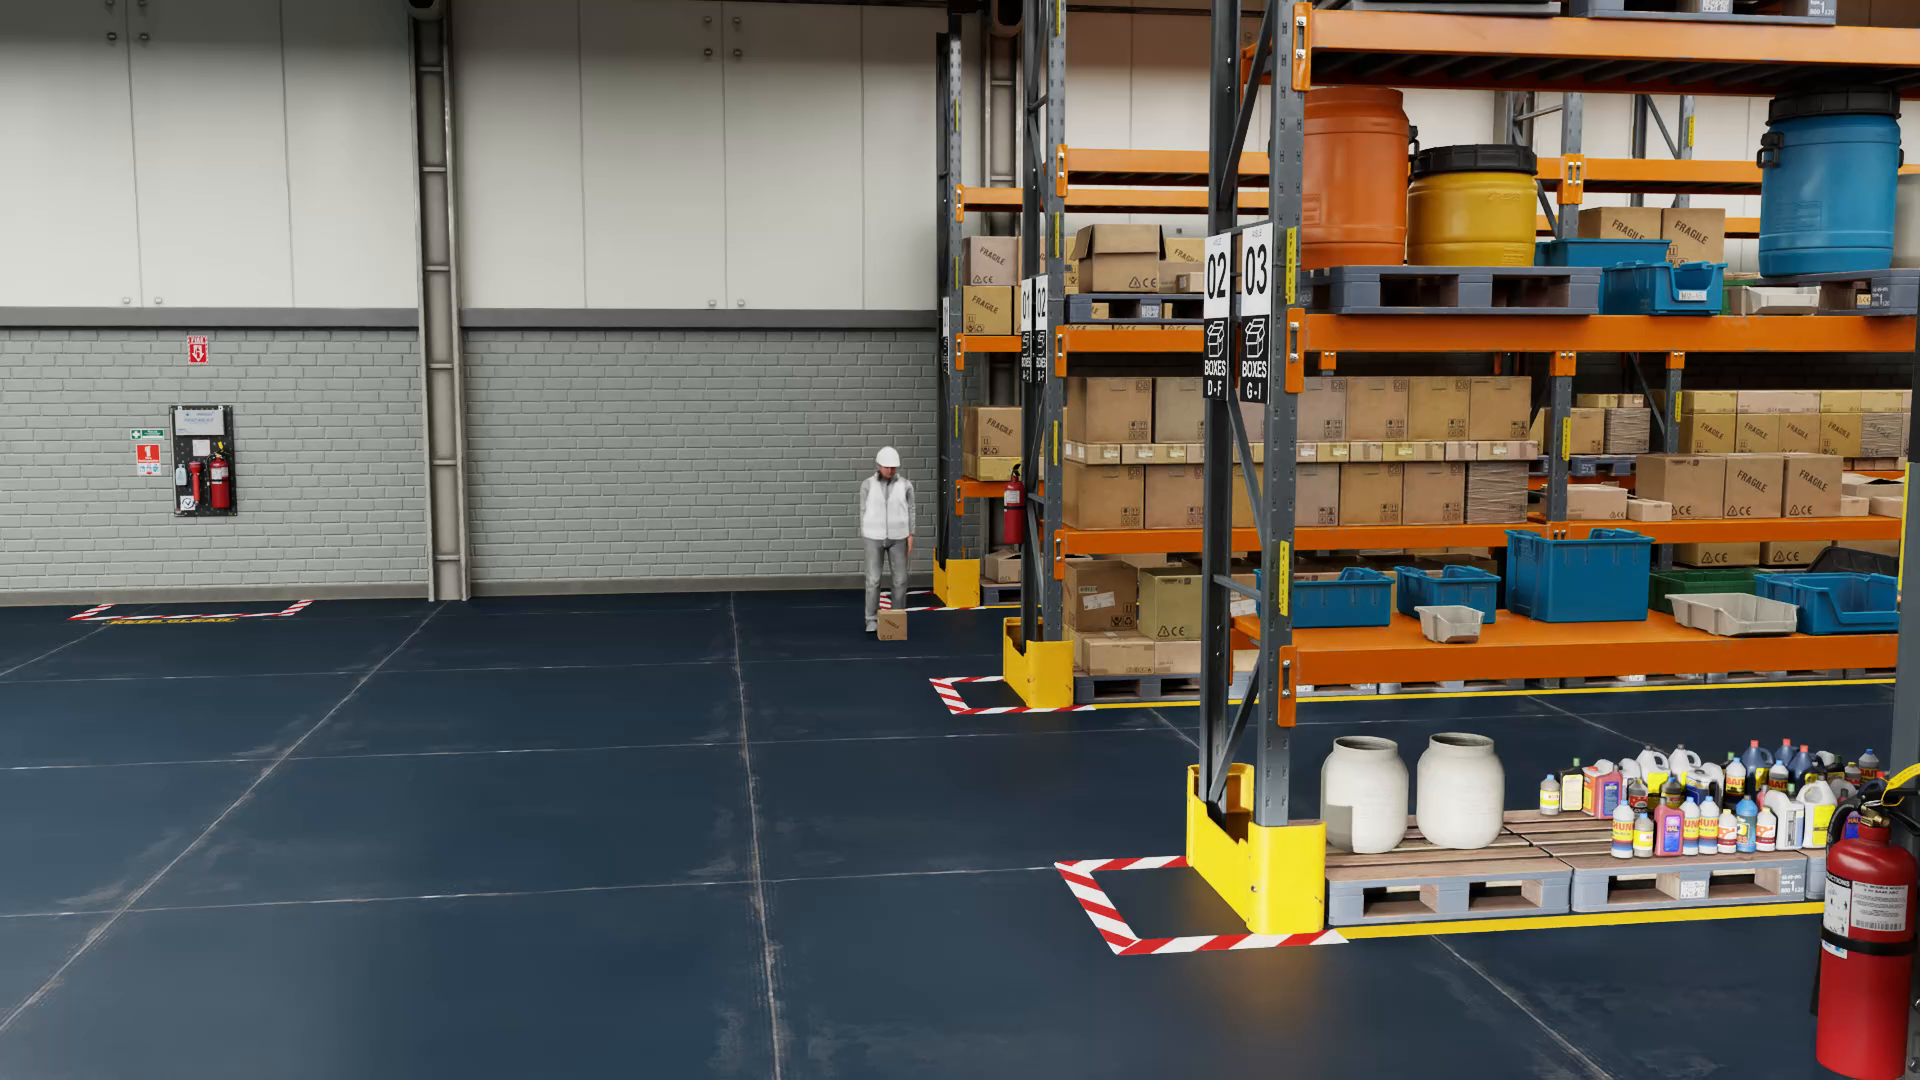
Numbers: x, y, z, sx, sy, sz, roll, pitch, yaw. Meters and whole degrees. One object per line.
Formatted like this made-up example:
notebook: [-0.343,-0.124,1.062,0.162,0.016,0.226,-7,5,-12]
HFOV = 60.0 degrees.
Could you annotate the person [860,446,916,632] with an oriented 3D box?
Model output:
person: [-0.681,-0.013,15.777,0.535,1.762,0.360,-1,6,-8]
